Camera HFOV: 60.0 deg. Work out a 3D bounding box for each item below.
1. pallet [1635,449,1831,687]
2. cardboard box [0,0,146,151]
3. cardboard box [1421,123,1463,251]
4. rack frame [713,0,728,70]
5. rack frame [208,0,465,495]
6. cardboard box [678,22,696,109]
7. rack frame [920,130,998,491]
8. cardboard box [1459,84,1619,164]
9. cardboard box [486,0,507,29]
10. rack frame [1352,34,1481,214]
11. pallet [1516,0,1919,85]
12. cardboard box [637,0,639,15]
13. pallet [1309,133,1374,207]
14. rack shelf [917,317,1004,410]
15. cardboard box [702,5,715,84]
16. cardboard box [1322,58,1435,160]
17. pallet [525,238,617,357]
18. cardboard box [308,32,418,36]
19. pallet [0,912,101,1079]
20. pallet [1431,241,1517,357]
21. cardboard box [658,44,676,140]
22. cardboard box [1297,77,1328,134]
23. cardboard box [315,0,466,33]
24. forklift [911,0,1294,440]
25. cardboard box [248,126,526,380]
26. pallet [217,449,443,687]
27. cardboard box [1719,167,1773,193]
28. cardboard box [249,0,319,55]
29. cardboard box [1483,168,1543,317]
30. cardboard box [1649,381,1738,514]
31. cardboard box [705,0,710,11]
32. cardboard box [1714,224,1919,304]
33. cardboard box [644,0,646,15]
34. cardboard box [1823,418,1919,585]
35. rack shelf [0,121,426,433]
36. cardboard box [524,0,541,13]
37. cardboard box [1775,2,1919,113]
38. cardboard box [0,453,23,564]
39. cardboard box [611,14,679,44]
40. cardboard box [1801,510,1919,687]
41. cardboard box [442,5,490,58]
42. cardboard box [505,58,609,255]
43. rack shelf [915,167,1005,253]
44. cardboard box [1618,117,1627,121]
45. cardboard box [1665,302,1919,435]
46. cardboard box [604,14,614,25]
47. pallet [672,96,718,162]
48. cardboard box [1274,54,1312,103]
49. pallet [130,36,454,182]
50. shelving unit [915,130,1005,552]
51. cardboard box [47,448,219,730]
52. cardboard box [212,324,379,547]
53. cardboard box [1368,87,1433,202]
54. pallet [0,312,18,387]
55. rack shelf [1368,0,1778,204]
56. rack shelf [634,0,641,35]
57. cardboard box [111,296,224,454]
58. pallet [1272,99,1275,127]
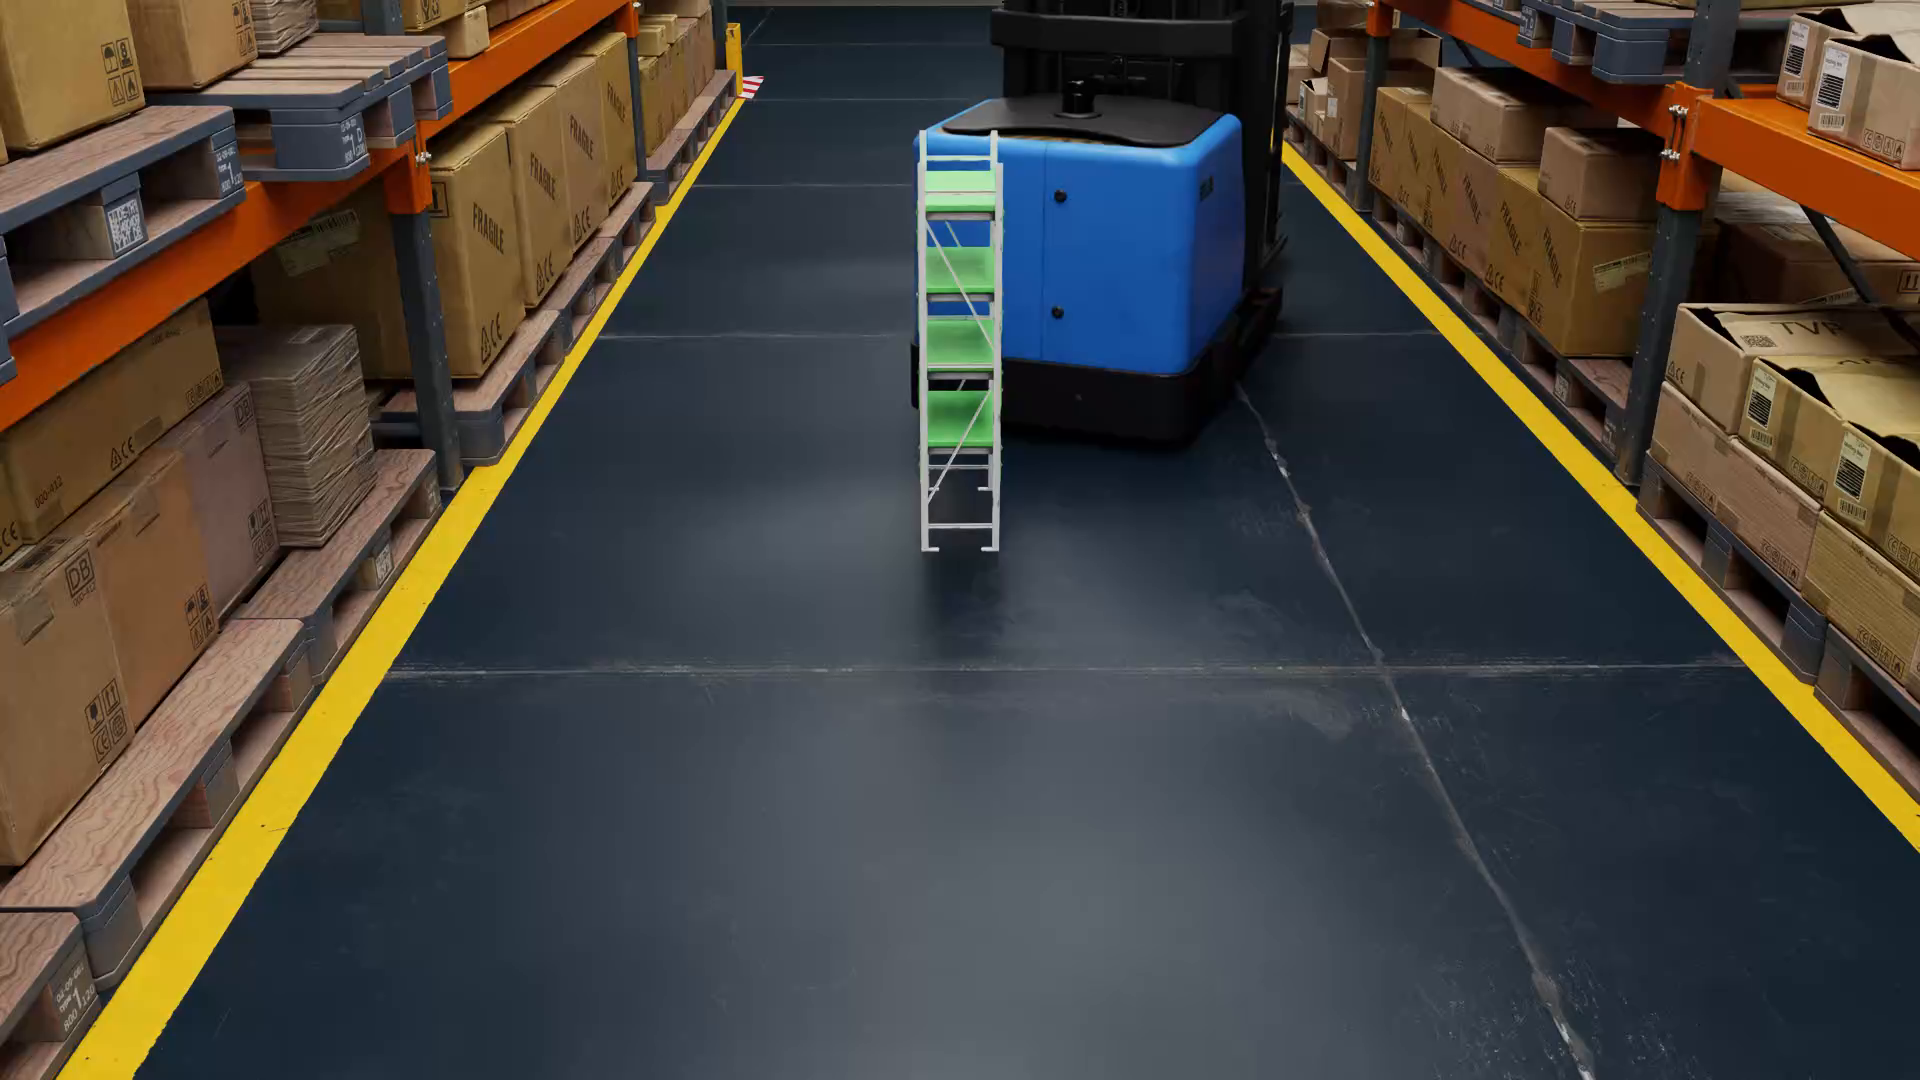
[{"bbox_3d":[2.726,0.043,4.899,1.003,0.211,1.213,0,24,-1],"label":"pallet"},{"bbox_3d":[-2.146,-1.083,3.348,0.700,0.500,0.500,0,24,-1],"label":"cardboard box"},{"bbox_3d":[2.489,-1.651,7.760,0.500,0.500,0.500,0,24,0],"label":"cardboard box"},{"bbox_3d":[-2.285,-4.840,12.311,1.000,3.000,0.127,0,24,-1],"label":"rack frame"},{"bbox_3d":[-2.197,-1.543,5.023,1.000,3.000,0.127,0,24,-1],"label":"rack frame"},{"bbox_3d":[-2.165,-3.191,11.189,0.700,0.500,0.500,-1,24,-2],"label":"cardboard box"},{"bbox_3d":[-0.004,-0.715,5.376,0.240,1.200,0.015,0,24,-1],"label":"rack frame"},{"bbox_3d":[2.491,-1.800,7.178,0.500,0.250,0.500,-1,24,-2],"label":"cardboard box"},{"bbox_3d":[-2.011,-2.105,6.544,0.380,0.149,0.250,0,24,0],"label":"cardboard box"},{"bbox_3d":[2.712,-3.215,8.720,1.000,3.000,0.127,0,24,-1],"label":"rack frame"},{"bbox_3d":[2.678,-1.759,5.732,1.213,0.211,1.003,0,24,-1],"label":"pallet"},{"bbox_3d":[-2.366,-3.534,11.160,0.380,0.149,0.250,0,24,0],"label":"cardboard box"},{"bbox_3d":[2.706,-2.228,9.920,1.003,0.211,1.213,0,24,-1],"label":"pallet"},{"bbox_3d":[-0.002,-0.557,5.180,0.258,0.148,0.480,0,24,-1],"label":"rack shelf"},{"bbox_3d":[-2.177,-3.604,12.103,0.700,0.500,0.500,0,24,-1],"label":"cardboard box"},{"bbox_3d":[2.423,-2.511,9.660,0.500,0.500,0.500,0,24,-1],"label":"cardboard box"},{"bbox_3d":[-2.141,-1.100,7.425,1.003,0.211,1.213,0,24,-1],"label":"pallet"},{"bbox_3d":[-1.969,-1.575,5.372,0.380,0.149,0.250,-1,24,-1],"label":"cardboard box"},{"bbox_3d":[-2.164,1.055,2.662,1.003,0.211,1.213,0,24,-1],"label":"pallet"},{"bbox_3d":[2.775,-1.106,7.439,1.003,0.211,1.213,0,24,-1],"label":"pallet"},{"bbox_3d":[-2.149,-2.760,10.236,0.700,0.500,0.500,0,24,-1],"label":"cardboard box"},{"bbox_3d":[2.414,-2.733,10.383,0.500,0.311,0.500,0,24,-1],"label":"cardboard box"},{"bbox_3d":[-1.947,-1.935,5.382,0.500,0.500,0.500,0,24,1],"label":"cardboard box"},{"bbox_3d":[0.795,-2.267,6.707,1.130,2.935,3.031,8,26,18],"label":"forklift"},{"bbox_3d":[-2.074,-1.059,6.050,0.750,0.750,0.750,-1,24,-1],"label":"cardboard box"},{"bbox_3d":[-2.190,0.049,4.885,1.003,0.211,1.213,0,24,-1],"label":"pallet"},{"bbox_3d":[3.025,-1.240,6.851,0.500,0.500,0.500,-1,24,-1],"label":"cardboard box"},{"bbox_3d":[-2.182,-1.596,4.483,0.700,0.500,0.500,-3,25,-7],"label":"cardboard box"},{"bbox_3d":[2.506,-1.226,6.821,0.500,0.500,0.500,-1,24,-2],"label":"cardboard box"},{"bbox_3d":[2.468,-0.289,5.075,0.500,0.250,0.500,0,24,-1],"label":"cardboard box"},{"bbox_3d":[-1.993,-3.848,11.854,0.380,0.149,0.250,-1,24,-1],"label":"cardboard box"},{"bbox_3d":[3.037,-0.818,5.917,0.500,0.500,0.500,1,24,2],"label":"cardboard box"},{"bbox_3d":[-2.372,-3.742,11.620,0.380,0.149,0.250,0,24,0],"label":"cardboard box"},{"bbox_3d":[2.486,-0.118,4.016,0.500,0.311,0.500,-1,24,-2],"label":"cardboard box"},{"bbox_3d":[-2.176,-0.392,3.349,1.077,0.370,4.000,0,24,-1],"label":"rack shelf"},{"bbox_3d":[-1.993,-2.315,7.009,0.380,0.149,0.250,0,24,1],"label":"cardboard box"},{"bbox_3d":[2.716,-1.377,4.762,0.500,0.311,0.500,1,24,3],"label":"cardboard box"},{"bbox_3d":[-2.196,0.003,3.194,0.500,0.250,0.500,-1,24,-2],"label":"cardboard box"},{"bbox_3d":[-1.974,-3.205,10.434,0.380,0.149,0.250,-1,24,-2],"label":"cardboard box"},{"bbox_3d":[2.486,0.133,4.144,0.500,0.250,0.500,-1,24,-2],"label":"cardboard box"},{"bbox_3d":[-1.882,-1.789,5.845,0.380,0.149,0.250,0,24,1],"label":"cardboard box"},{"bbox_3d":[-2.091,-1.770,7.623,0.750,0.750,0.750,0,24,1],"label":"cardboard box"},{"bbox_3d":[-0.002,-0.994,4.982,0.258,0.148,0.480,0,24,-1],"label":"rack shelf"},{"bbox_3d":[3.001,-1.871,8.247,0.500,0.500,0.500,0,24,0],"label":"cardboard box"},{"bbox_3d":[2.468,-0.544,4.960,0.500,0.311,0.500,1,24,1],"label":"cardboard box"},{"bbox_3d":[-2.357,-3.217,10.460,0.380,0.149,0.250,0,24,0],"label":"cardboard box"},{"bbox_3d":[-2.187,-2.739,11.049,1.003,0.211,1.213,0,24,-1],"label":"pallet"},{"bbox_3d":[2.402,-3.174,11.431,0.500,0.250,0.500,0,24,-1],"label":"cardboard box"},{"bbox_3d":[-2.083,-1.163,4.414,1.213,0.211,1.003,0,24,-1],"label":"pallet"},{"bbox_3d":[-0.002,-0.615,5.154,0.258,1.200,0.503,0,24,-1],"label":"shelving unit"},{"bbox_3d":[-2.214,0.109,3.869,0.700,0.500,0.500,0,24,-1],"label":"cardboard box"},{"bbox_3d":[-2.137,-0.309,4.792,0.700,0.500,0.500,0,24,0],"label":"cardboard box"},{"bbox_3d":[2.474,-2.077,8.701,0.500,0.500,0.500,-1,24,-3],"label":"cardboard box"},{"bbox_3d":[-2.017,-0.123,2.116,1.003,0.211,1.213,0,24,-1],"label":"pallet"},{"bbox_3d":[2.734,-2.064,7.046,1.077,0.370,4.000,0,24,-1],"label":"rack shelf"},{"bbox_3d":[-2.263,-3.688,10.637,1.077,0.370,4.000,0,24,-1],"label":"rack shelf"},{"bbox_3d":[-2.194,-0.415,4.117,0.500,0.250,0.500,0,24,0],"label":"cardboard box"},{"bbox_3d":[2.679,-3.233,12.143,1.003,0.211,1.213,0,24,-1],"label":"pallet"}]
